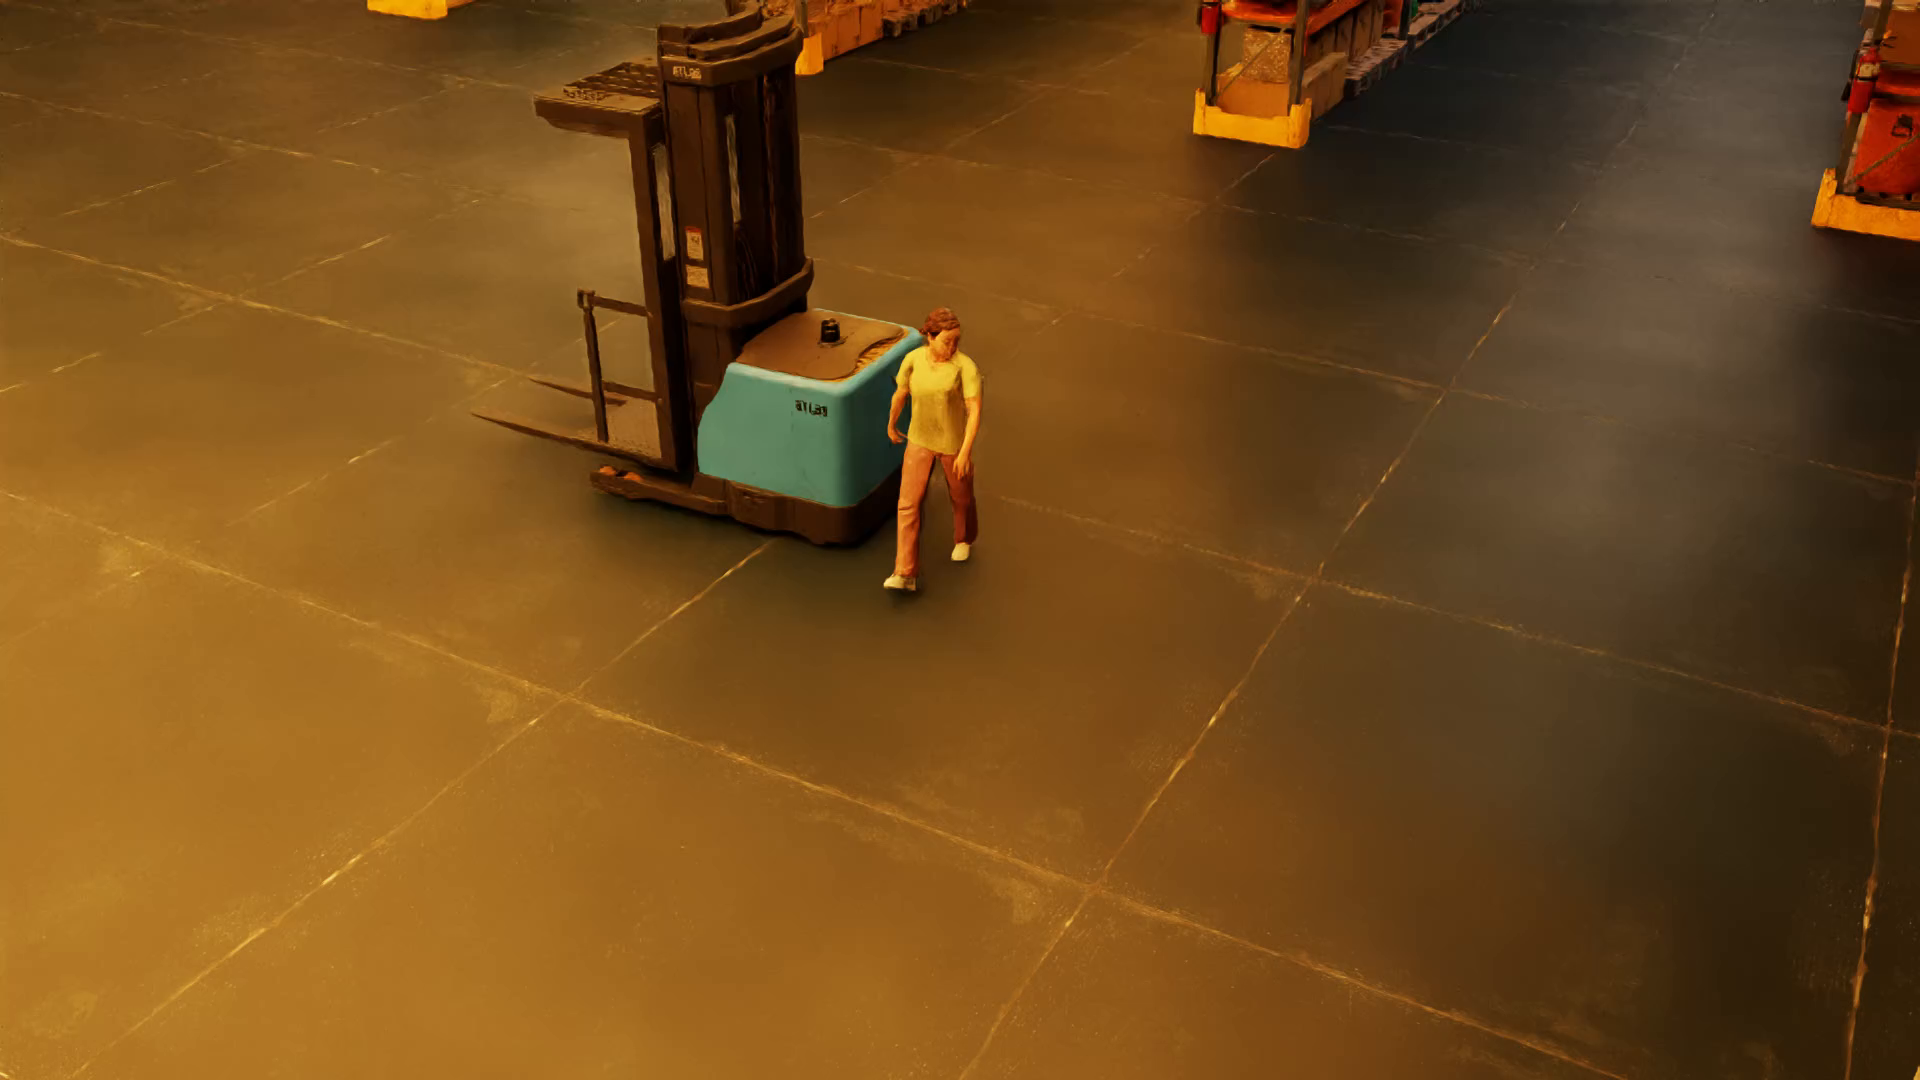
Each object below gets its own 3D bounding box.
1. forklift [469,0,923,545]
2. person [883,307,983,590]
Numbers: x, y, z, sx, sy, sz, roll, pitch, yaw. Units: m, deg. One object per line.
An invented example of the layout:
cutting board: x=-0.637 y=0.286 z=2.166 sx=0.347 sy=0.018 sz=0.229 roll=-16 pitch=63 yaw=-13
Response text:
forklift: x=-1.760 y=-1.741 z=10.087 sx=3.031 sy=2.935 sz=1.130 roll=14 pitch=33 yaw=23
person: x=-0.174 y=-0.512 z=9.277 sx=0.603 sy=1.622 sz=0.890 roll=7 pitch=31 yaw=13
